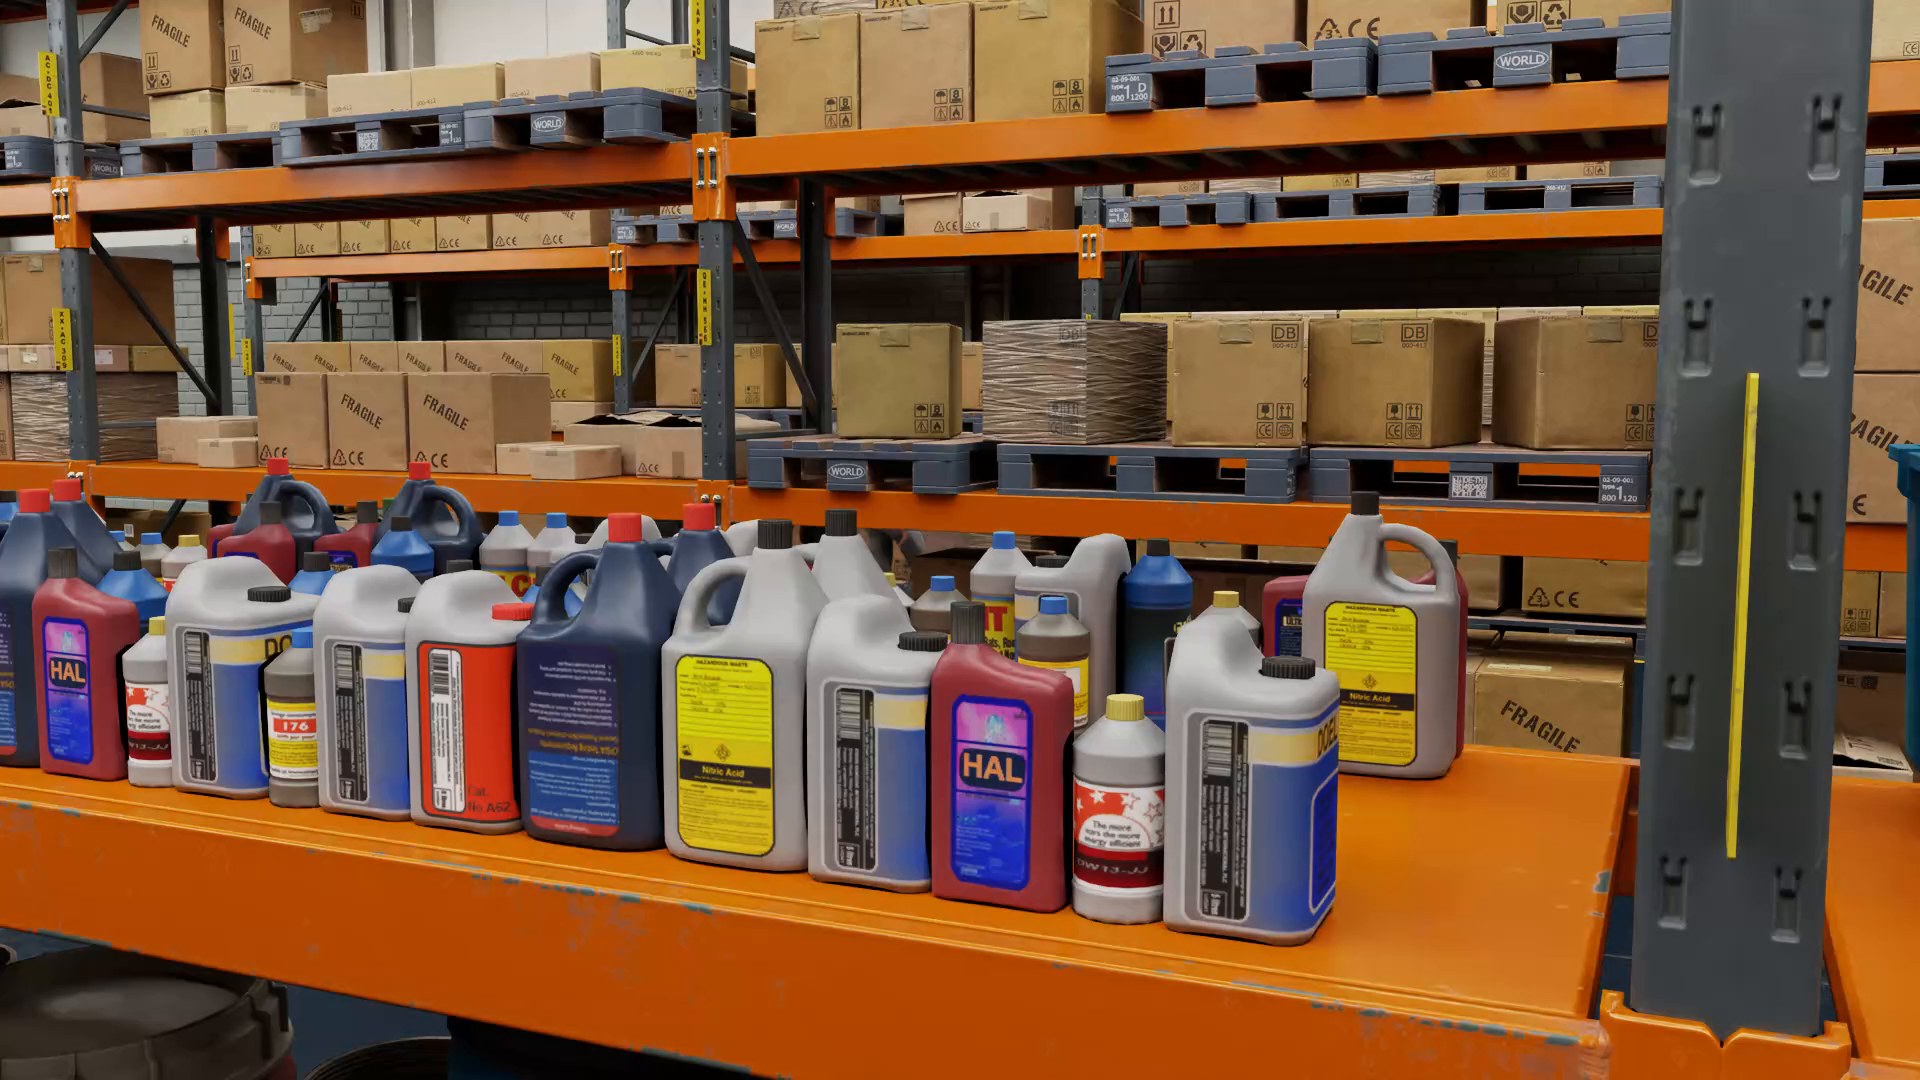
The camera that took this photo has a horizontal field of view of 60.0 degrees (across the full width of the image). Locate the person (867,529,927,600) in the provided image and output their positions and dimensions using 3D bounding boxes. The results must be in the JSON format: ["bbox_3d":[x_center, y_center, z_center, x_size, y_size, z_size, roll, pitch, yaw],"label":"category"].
[{"bbox_3d":[-0.423,-0.073,10.760,0.425,1.647,0.530,5,7,39],"label":"person"}]
